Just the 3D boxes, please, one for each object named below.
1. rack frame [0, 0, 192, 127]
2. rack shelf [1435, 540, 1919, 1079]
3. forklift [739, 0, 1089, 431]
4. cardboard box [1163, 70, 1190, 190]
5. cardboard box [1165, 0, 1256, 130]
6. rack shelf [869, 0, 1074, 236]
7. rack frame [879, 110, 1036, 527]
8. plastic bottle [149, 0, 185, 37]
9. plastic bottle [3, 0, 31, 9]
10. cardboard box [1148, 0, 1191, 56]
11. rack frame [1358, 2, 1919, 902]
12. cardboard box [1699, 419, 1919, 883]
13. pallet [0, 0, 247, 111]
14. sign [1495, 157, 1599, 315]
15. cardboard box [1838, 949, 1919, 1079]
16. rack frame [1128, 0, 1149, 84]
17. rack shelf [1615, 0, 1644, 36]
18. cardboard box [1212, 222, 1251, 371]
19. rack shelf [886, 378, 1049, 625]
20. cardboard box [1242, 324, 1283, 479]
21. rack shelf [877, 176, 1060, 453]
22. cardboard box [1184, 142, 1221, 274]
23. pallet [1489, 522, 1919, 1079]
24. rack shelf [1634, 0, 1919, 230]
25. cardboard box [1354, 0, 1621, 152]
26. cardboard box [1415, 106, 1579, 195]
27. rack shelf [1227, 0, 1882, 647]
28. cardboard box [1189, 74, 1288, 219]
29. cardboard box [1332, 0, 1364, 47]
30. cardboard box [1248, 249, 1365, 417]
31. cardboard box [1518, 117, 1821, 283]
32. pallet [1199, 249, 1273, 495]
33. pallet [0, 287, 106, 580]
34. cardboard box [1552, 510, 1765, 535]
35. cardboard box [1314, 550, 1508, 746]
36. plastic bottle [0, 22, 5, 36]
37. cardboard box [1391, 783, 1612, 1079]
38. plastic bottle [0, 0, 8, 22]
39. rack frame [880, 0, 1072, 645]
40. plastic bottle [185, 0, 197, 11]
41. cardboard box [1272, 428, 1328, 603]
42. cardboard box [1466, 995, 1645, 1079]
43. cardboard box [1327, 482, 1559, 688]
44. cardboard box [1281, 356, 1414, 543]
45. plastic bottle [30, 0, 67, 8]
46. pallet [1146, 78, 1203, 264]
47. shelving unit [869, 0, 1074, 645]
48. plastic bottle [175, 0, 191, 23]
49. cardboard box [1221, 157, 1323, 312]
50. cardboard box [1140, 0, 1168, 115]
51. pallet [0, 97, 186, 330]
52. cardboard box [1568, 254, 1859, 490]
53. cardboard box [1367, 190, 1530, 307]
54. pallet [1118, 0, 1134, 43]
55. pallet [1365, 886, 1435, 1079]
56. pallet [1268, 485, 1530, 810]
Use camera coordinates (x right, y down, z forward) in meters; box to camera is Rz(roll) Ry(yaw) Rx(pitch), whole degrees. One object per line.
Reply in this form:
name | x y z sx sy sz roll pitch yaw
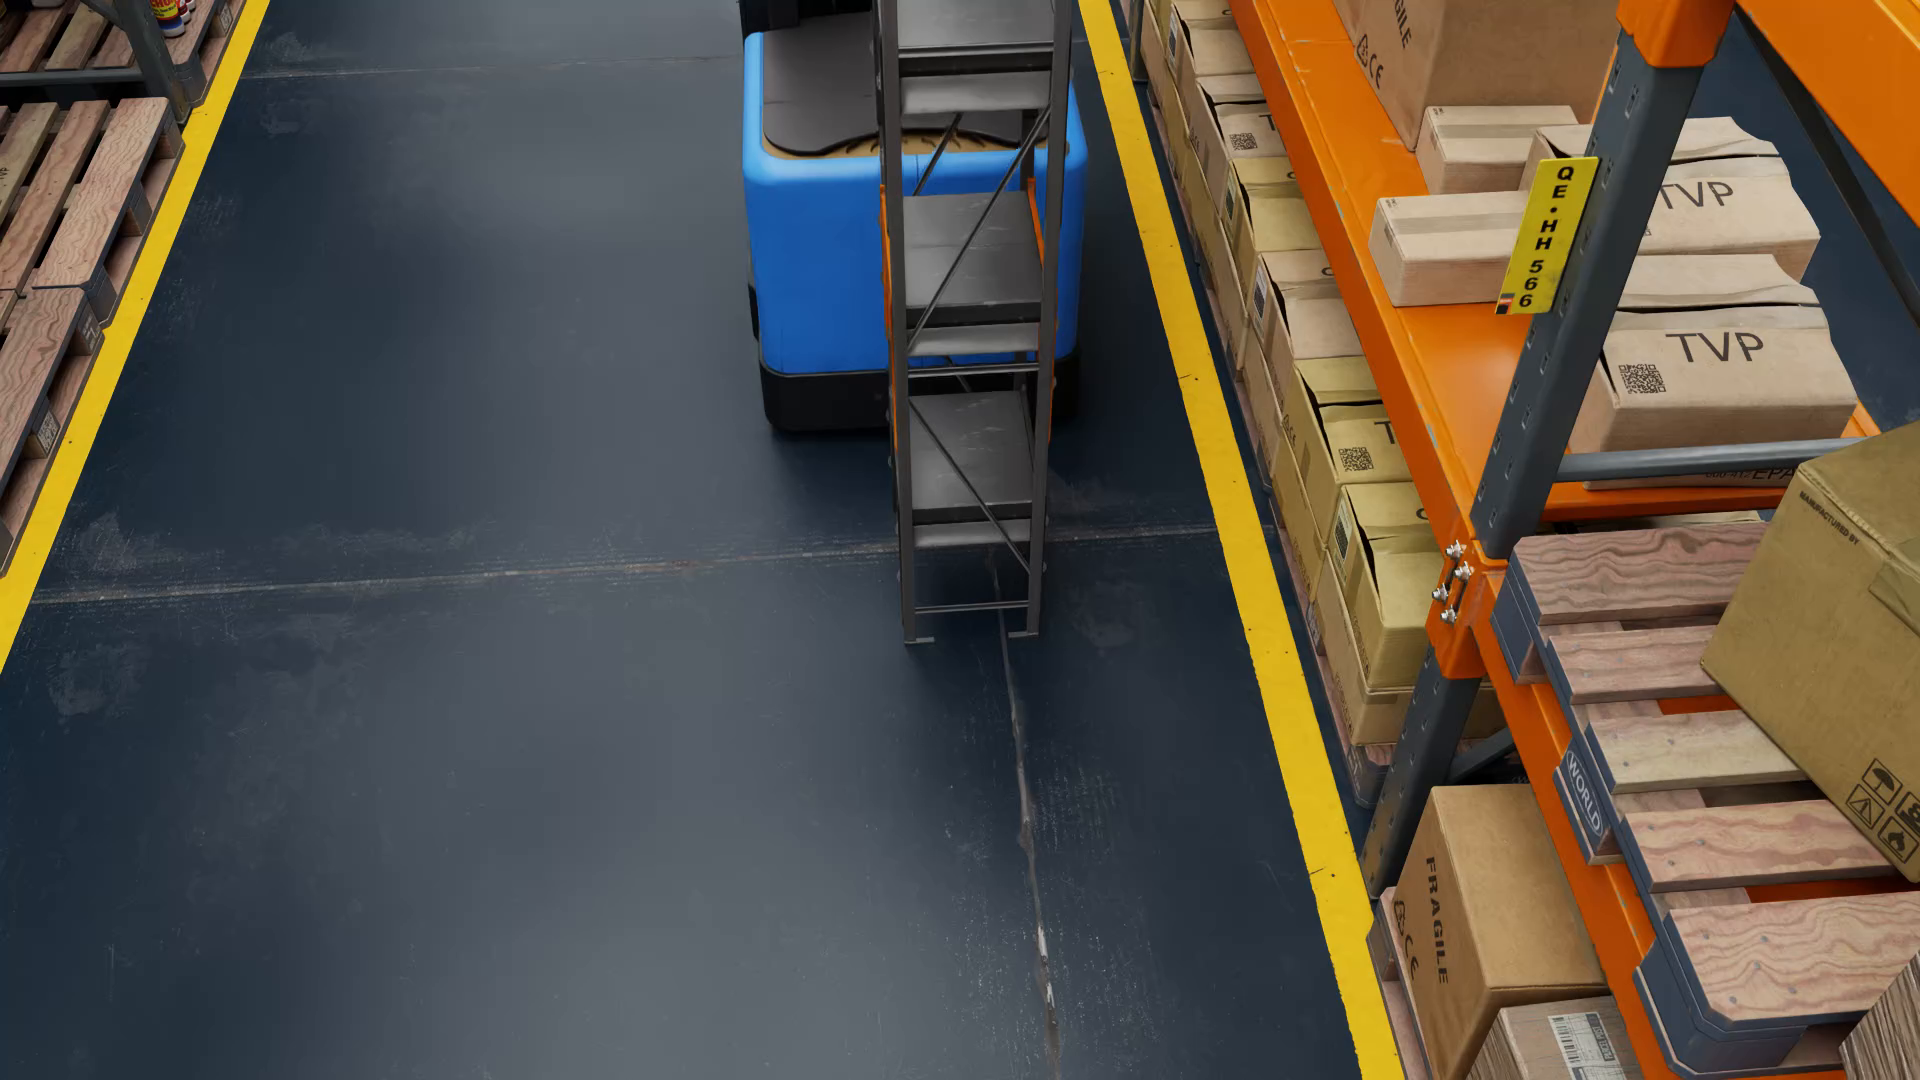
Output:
rack frame | -3.706 -2.755 5.793 1.000 3.000 0.127 -3 47 -3
rack shelf | 1.733 1.535 2.226 1.077 0.370 4.000 -3 47 -3
forklift | -0.240 -2.437 5.539 1.130 2.935 3.031 -3 47 -3
cardboard box | 1.059 -1.575 6.281 0.500 0.250 0.500 -2 47 -2
cardboard box | 1.054 -1.768 6.077 0.500 0.311 0.500 -4 47 -4
rack shelf | 0.014 -1.074 3.876 0.431 0.518 0.480 -3 47 -3
rack frame | -0.007 -0.779 4.541 0.400 2.100 0.015 -3 47 -3
plastic bottle | -3.295 -2.225 6.868 0.097 0.271 0.097 0 47 0
plastic bottle | -4.047 -2.444 7.020 0.144 0.351 0.185 -5 47 -4
cardboard box | 1.017 -2.131 6.420 0.500 0.311 0.500 -3 47 -3
rack frame | 1.566 -0.159 3.335 1.000 3.000 0.127 -3 47 -3
cardboard box | 1.731 0.111 2.721 0.700 0.500 0.500 -18 49 -16
pallet | -3.720 -2.284 7.268 1.003 0.211 1.213 -3 47 -3
sign | 1.013 -0.521 2.880 0.100 0.325 0.005 -3 47 -3
cardboard box | 1.617 0.784 2.083 0.700 0.500 0.500 4 47 4
rack frame | 1.231 -3.053 6.076 1.000 3.000 0.127 -3 47 -3
rack shelf | 1.398 -2.390 3.877 1.077 0.370 4.000 -3 47 -3
cardboard box | 1.147 -0.833 5.577 0.500 0.250 0.500 -3 47 -3
rack shelf | 0.014 -0.112 4.892 0.431 0.518 0.480 -3 47 -3
cardboard box | 1.193 -0.461 5.225 0.500 0.250 0.500 -3 47 -2
rack shelf | 0.014 -0.593 4.384 0.431 0.518 0.480 -3 47 -3
cardboard box | 1.105 -1.201 5.926 0.500 0.250 0.500 -5 47 -5
pallet | 1.692 0.393 2.944 1.213 0.211 1.003 -3 47 -3
rack shelf | 1.733 0.504 1.136 1.077 0.370 4.000 -3 47 -3
cardboard box | 1.409 -1.407 4.447 0.500 0.500 0.500 -6 47 -5
cardboard box | 1.403 -0.992 4.297 0.380 0.149 0.250 0 47 0
rack shelf | 1.398 -1.359 4.966 1.077 0.370 4.000 -3 47 -3
cardboard box | 1.098 -1.394 5.723 0.500 0.311 0.500 -5 47 -5
cardboard box | 1.365 -1.787 4.808 0.500 0.500 0.500 -3 47 -3
cardboard box | 1.187 -0.656 5.024 0.500 0.311 0.500 -4 47 -4
cardboard box | 1.684 -0.787 3.991 0.500 0.311 0.500 -4 47 -4
pallet | 1.437 -0.679 5.748 1.003 0.211 1.213 -3 47 -3
pallet | -3.496 -0.345 5.432 1.003 0.211 1.213 -3 47 -3
cardboard box | 1.814 0.052 4.353 0.500 0.311 0.500 -2 47 -2
cardboard box | 1.279 0.276 4.527 0.500 0.250 0.500 -2 47 -2
plastic bottle | -4.046 -2.187 6.880 0.097 0.201 0.097 0 47 0
cardboard box | 1.319 0.896 3.754 0.500 0.500 0.500 -2 47 -2
plastic bottle | -4.075 -2.300 6.930 0.061 0.283 0.133 -1 47 -1
rack frame | 0.034 -0.426 4.207 0.400 2.100 0.015 -3 47 -3
plastic bottle | -3.312 -2.348 7.032 0.097 0.201 0.097 0 47 0
cardboard box | 1.232 -0.097 4.880 0.500 0.250 0.500 -4 47 -4
cardboard box | 1.368 1.274 3.396 0.500 0.500 0.500 -5 47 -5
cardboard box | 1.276 0.085 4.322 0.500 0.311 0.500 -2 47 -2
cardboard box | 1.226 -0.291 4.678 0.500 0.311 0.500 -4 47 -4
plastic bottle | -3.903 -2.452 7.028 0.144 0.351 0.185 -3 47 -3
pallet | 1.331 -1.564 6.585 1.003 0.211 1.213 -3 47 -3
shelving unit | 0.014 -0.602 4.374 0.431 2.100 0.503 -3 47 -3
plastic bottle | -3.304 -2.275 6.963 0.097 0.201 0.097 0 47 0
cardboard box | 1.147 -1.019 5.367 0.500 0.311 0.500 -2 47 -2
cardboard box | 1.018 -1.945 6.631 0.500 0.250 0.500 -5 47 -4
pallet | -3.601 -1.230 6.270 1.003 0.211 1.213 -3 47 -3
cardboard box | 1.579 -0.394 3.619 0.500 0.311 0.500 -1 47 -1
cardboard box | 1.215 -0.707 4.026 0.380 0.149 0.250 -3 47 -3
pallet | 1.206 -2.672 7.635 1.003 0.211 1.213 -3 47 -3
pallet | 1.590 1.342 3.834 1.003 0.211 1.213 -3 47 -3
pallet | 1.536 0.202 4.914 1.003 0.211 1.213 -3 47 -3
